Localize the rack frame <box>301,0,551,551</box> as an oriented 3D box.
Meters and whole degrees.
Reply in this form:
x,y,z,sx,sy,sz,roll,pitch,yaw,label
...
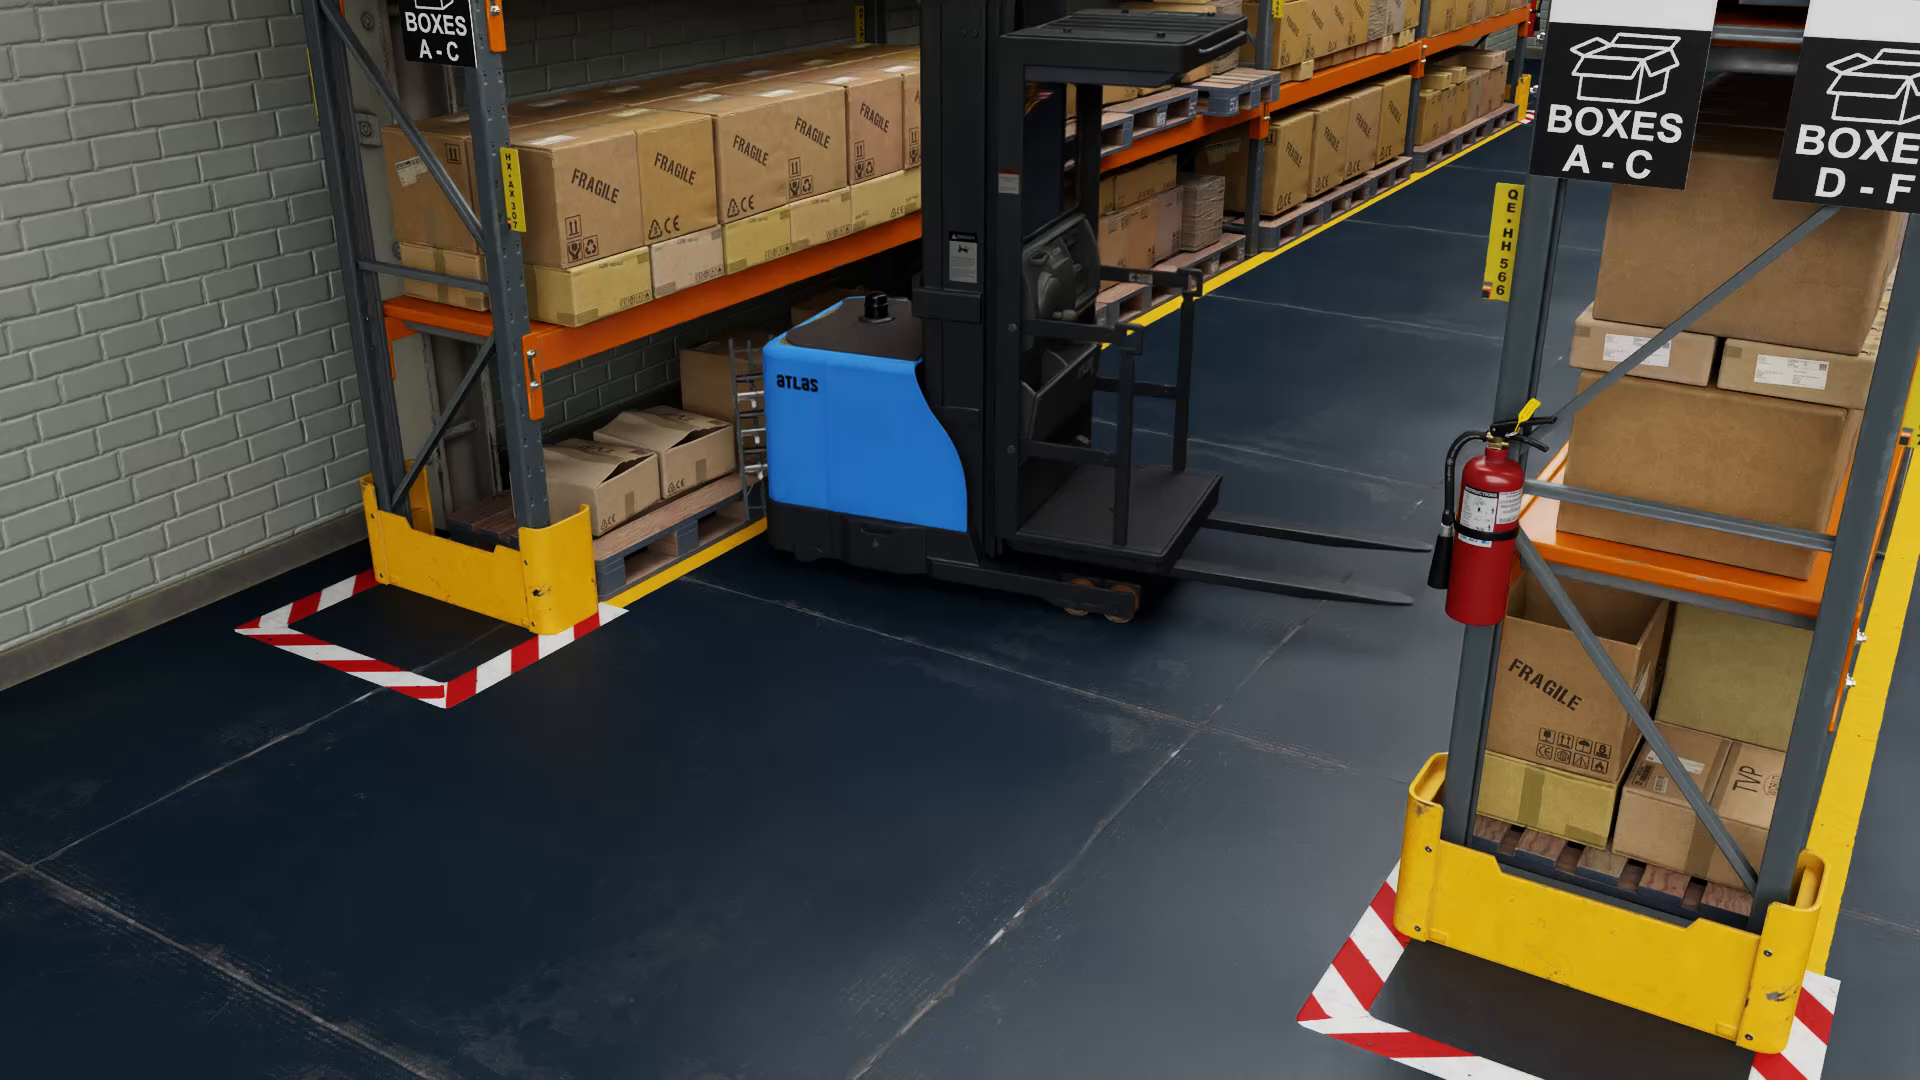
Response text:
x,y,z,sx,sy,sz,roll,pitch,yaw,label
-2.235,-1.104,7.024,1.000,3.000,0.127,14,27,29,rack frame

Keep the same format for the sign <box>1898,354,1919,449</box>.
x,y,z,sx,sy,sz,roll,pitch,yaw,label
2.444,-0.382,4.168,0.100,0.325,0.005,14,27,29,sign

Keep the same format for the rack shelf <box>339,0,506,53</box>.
x,y,z,sx,sy,sz,roll,pitch,yaw,label
-1.180,-2.825,8.131,1.077,0.370,4.000,14,27,29,rack shelf

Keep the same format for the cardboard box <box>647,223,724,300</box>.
x,y,z,sx,sy,sz,roll,pitch,yaw,label
-1.446,-1.321,7.689,0.500,0.250,0.500,13,27,27,cardboard box

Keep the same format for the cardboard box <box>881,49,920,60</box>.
x,y,z,sx,sy,sz,roll,pitch,yaw,label
-0.112,-2.514,9.502,0.500,0.500,0.500,14,27,29,cardboard box

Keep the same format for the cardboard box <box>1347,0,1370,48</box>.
x,y,z,sx,sy,sz,roll,pitch,yaw,label
3.274,-4.625,14.633,0.500,0.500,0.500,15,27,30,cardboard box

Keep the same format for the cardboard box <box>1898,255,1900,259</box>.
x,y,z,sx,sy,sz,roll,pitch,yaw,label
3.043,-0.933,5.687,0.380,0.149,0.250,13,27,28,cardboard box

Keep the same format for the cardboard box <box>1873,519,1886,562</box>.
x,y,z,sx,sy,sz,roll,pitch,yaw,label
4.027,-0.146,7.743,0.500,0.250,0.500,14,27,29,cardboard box

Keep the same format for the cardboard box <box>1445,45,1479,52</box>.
x,y,z,sx,sy,sz,roll,pitch,yaw,label
5.817,-5.674,19.383,0.380,0.149,0.250,14,27,29,cardboard box

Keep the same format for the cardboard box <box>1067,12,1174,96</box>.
x,y,z,sx,sy,sz,roll,pitch,yaw,label
1.107,-3.466,11.801,0.700,0.500,0.500,14,27,29,cardboard box

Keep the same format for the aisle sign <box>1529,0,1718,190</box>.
x,y,z,sx,sy,sz,roll,pitch,yaw,label
1.691,-1.300,4.204,0.394,0.787,0.004,14,27,29,aisle sign

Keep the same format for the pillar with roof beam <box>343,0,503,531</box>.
x,y,z,sx,sy,sz,roll,pitch,yaw,label
1.057,-3.372,4.713,9.100,9.000,0.400,14,27,29,pillar with roof beam

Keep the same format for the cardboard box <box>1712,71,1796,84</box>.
x,y,z,sx,sy,sz,roll,pitch,yaw,label
3.063,-1.399,5.948,0.700,0.500,0.500,14,27,29,cardboard box

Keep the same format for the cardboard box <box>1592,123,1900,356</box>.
x,y,z,sx,sy,sz,roll,pitch,yaw,label
2.261,-0.881,4.751,0.700,0.500,0.500,14,27,29,cardboard box

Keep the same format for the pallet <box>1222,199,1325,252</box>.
x,y,z,sx,sy,sz,roll,pitch,yaw,label
2.465,-2.775,14.394,1.003,0.211,1.213,14,27,29,pallet

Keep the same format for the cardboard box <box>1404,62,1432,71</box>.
x,y,z,sx,sy,sz,roll,pitch,yaw,label
4.880,-5.073,17.995,0.380,0.149,0.250,14,27,29,cardboard box

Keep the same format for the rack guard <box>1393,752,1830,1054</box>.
x,y,z,sx,sy,sz,roll,pitch,yaw,label
1.963,1.088,5.107,1.175,0.500,0.348,14,27,29,rack guard

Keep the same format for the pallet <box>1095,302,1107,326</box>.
x,y,z,sx,sy,sz,roll,pitch,yaw,label
0.284,-1.437,11.305,1.003,0.211,1.213,14,27,29,pallet

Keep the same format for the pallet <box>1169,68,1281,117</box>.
x,y,z,sx,sy,sz,roll,pitch,yaw,label
1.700,-3.453,12.693,1.213,0.211,1.003,14,27,29,pallet

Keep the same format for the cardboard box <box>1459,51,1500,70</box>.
x,y,z,sx,sy,sz,roll,pitch,yaw,label
5.874,-5.422,18.801,0.380,0.149,0.250,15,27,30,cardboard box

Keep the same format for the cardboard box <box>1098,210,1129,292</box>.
x,y,z,sx,sy,sz,roll,pitch,yaw,label
0.783,-2.109,11.940,0.700,0.500,0.500,14,27,30,cardboard box

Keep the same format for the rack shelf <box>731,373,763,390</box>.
x,y,z,sx,sy,sz,roll,pitch,yaw,label
-0.978,-0.795,8.271,0.258,0.077,0.200,-4,4,19,rack shelf

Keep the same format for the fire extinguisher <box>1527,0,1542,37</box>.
x,y,z,sx,sy,sz,roll,pitch,yaw,label
6.677,-6.252,19.482,0.296,0.674,0.183,14,27,29,fire extinguisher

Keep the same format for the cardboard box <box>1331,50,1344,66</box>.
x,y,z,sx,sy,sz,roll,pitch,yaw,label
3.155,-4.281,14.653,0.380,0.149,0.250,14,27,29,cardboard box

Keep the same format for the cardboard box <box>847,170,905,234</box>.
x,y,z,sx,sy,sz,roll,pitch,yaw,label
-0.639,-1.832,8.869,0.500,0.250,0.500,14,27,29,cardboard box

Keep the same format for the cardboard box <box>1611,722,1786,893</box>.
x,y,z,sx,sy,sz,roll,pitch,yaw,label
2.447,0.868,5.403,0.500,0.250,0.500,14,27,29,cardboard box

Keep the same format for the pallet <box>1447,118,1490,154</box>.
x,y,z,sx,sy,sz,roll,pitch,yaw,label
5.205,-4.528,18.444,1.003,0.211,1.213,14,27,29,pallet

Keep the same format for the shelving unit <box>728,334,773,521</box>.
x,y,z,sx,sy,sz,roll,pitch,yaw,label
-0.957,-0.560,8.287,0.258,0.900,0.210,-4,4,19,shelving unit

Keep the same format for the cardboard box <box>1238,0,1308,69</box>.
x,y,z,sx,sy,sz,roll,pitch,yaw,label
2.459,-4.106,13.433,0.500,0.500,0.500,15,27,30,cardboard box

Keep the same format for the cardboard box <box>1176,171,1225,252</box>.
x,y,z,sx,sy,sz,roll,pitch,yaw,label
1.650,-2.605,13.084,0.700,0.500,0.500,14,27,30,cardboard box

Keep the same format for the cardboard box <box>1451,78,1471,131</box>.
x,y,z,sx,sy,sz,roll,pitch,yaw,label
5.117,-4.772,18.116,0.700,0.500,0.500,15,27,30,cardboard box

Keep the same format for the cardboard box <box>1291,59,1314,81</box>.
x,y,z,sx,sy,sz,roll,pitch,yaw,label
2.708,-3.916,13.811,0.380,0.149,0.250,15,27,31,cardboard box

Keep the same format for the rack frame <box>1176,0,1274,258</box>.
x,y,z,sx,sy,sz,roll,pitch,yaw,label
1.985,-3.804,13.262,1.000,3.000,0.127,14,27,29,rack frame

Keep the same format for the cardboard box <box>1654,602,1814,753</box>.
x,y,z,sx,sy,sz,roll,pitch,yaw,label
2.710,0.354,5.644,0.500,0.500,0.500,14,27,29,cardboard box

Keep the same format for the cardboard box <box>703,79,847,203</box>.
x,y,z,sx,sy,sz,roll,pitch,yaw,label
-0.919,-2.001,8.317,0.500,0.500,0.500,15,27,31,cardboard box

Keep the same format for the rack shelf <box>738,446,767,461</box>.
x,y,z,sx,sy,sz,roll,pitch,yaw,label
-0.946,-0.437,8.295,0.258,0.077,0.200,-4,4,19,rack shelf

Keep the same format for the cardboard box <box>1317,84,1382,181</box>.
x,y,z,sx,sy,sz,roll,pitch,yaw,label
3.396,-3.813,15.460,0.750,0.750,0.750,15,27,31,cardboard box

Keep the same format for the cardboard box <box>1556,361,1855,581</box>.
x,y,z,sx,sy,sz,roll,pitch,yaw,label
2.233,-0.268,4.967,0.700,0.500,0.500,14,27,29,cardboard box

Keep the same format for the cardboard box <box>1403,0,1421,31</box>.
x,y,z,sx,sy,sz,roll,pitch,yaw,label
4.066,-5.137,15.815,0.500,0.500,0.500,13,27,28,cardboard box

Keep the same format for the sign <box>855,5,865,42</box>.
x,y,z,sx,sy,sz,roll,pitch,yaw,label
-0.598,-3.100,10.179,0.100,0.325,0.005,14,27,29,sign

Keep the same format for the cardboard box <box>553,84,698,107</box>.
x,y,z,sx,sy,sz,roll,pitch,yaw,label
-1.624,-1.935,8.165,0.500,0.500,0.500,13,27,28,cardboard box

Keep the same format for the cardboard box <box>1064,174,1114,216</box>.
x,y,z,sx,sy,sz,roll,pitch,yaw,label
0.750,-2.431,11.738,0.500,0.250,0.500,13,27,27,cardboard box

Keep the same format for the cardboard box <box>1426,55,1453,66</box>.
x,y,z,sx,sy,sz,roll,pitch,yaw,label
5.284,-5.333,18.594,0.380,0.149,0.250,14,27,30,cardboard box

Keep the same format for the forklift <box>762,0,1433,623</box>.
x,y,z,sx,sy,sz,roll,pitch,yaw,label
0.640,-1.215,7.367,3.031,2.935,1.130,9,25,20,forklift

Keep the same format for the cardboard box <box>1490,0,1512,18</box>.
x,y,z,sx,sy,sz,roll,pitch,yaw,label
5.570,-6.220,18.464,0.980,0.700,0.700,14,27,29,cardboard box

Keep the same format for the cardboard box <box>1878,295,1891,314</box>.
x,y,z,sx,sy,sz,roll,pitch,yaw,label
2.635,-0.672,5.083,0.380,0.149,0.250,14,27,29,cardboard box

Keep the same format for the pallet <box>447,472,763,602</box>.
x,y,z,sx,sy,sz,roll,pitch,yaw,label
-1.736,-0.117,8.254,1.003,0.211,1.213,14,27,29,pallet

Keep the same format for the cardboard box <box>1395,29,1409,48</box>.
x,y,z,sx,sy,sz,roll,pitch,yaw,label
4.044,-4.784,15.817,0.380,0.149,0.250,14,27,30,cardboard box

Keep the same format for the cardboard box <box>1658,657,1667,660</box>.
x,y,z,sx,sy,sz,roll,pitch,yaw,label
2.523,0.419,6.440,0.500,0.250,0.500,14,27,29,cardboard box

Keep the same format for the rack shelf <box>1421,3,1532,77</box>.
x,y,z,sx,sy,sz,roll,pitch,yaw,label
5.150,-5.499,18.082,1.077,0.370,4.000,14,27,29,rack shelf

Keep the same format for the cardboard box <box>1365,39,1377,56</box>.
x,y,z,sx,sy,sz,roll,pitch,yaw,label
3.594,-4.536,15.244,0.380,0.149,0.250,14,27,29,cardboard box

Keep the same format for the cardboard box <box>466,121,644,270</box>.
x,y,z,sx,sy,sz,roll,pitch,yaw,label
-1.728,-1.487,7.128,0.500,0.500,0.500,14,27,29,cardboard box

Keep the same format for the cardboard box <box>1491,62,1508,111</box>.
x,y,z,sx,sy,sz,roll,pitch,yaw,label
5.921,-5.293,19.318,0.700,0.500,0.500,14,27,29,cardboard box

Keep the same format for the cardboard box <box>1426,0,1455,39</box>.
x,y,z,sx,sy,sz,roll,pitch,yaw,label
4.395,-5.471,16.736,0.980,0.700,0.700,14,27,30,cardboard box

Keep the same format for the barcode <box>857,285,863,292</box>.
x,y,z,sx,sy,sz,roll,pitch,yaw,label
-0.614,-1.524,10.184,0.001,0.075,0.075,14,27,29,barcode

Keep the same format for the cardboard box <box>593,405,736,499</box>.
x,y,z,sx,sy,sz,roll,pitch,yaw,label
-1.493,-0.479,8.412,0.500,0.311,0.500,16,28,33,cardboard box

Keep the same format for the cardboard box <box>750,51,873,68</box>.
x,y,z,sx,sy,sz,roll,pitch,yaw,label
-0.826,-2.450,9.353,0.500,0.500,0.500,14,27,29,cardboard box
